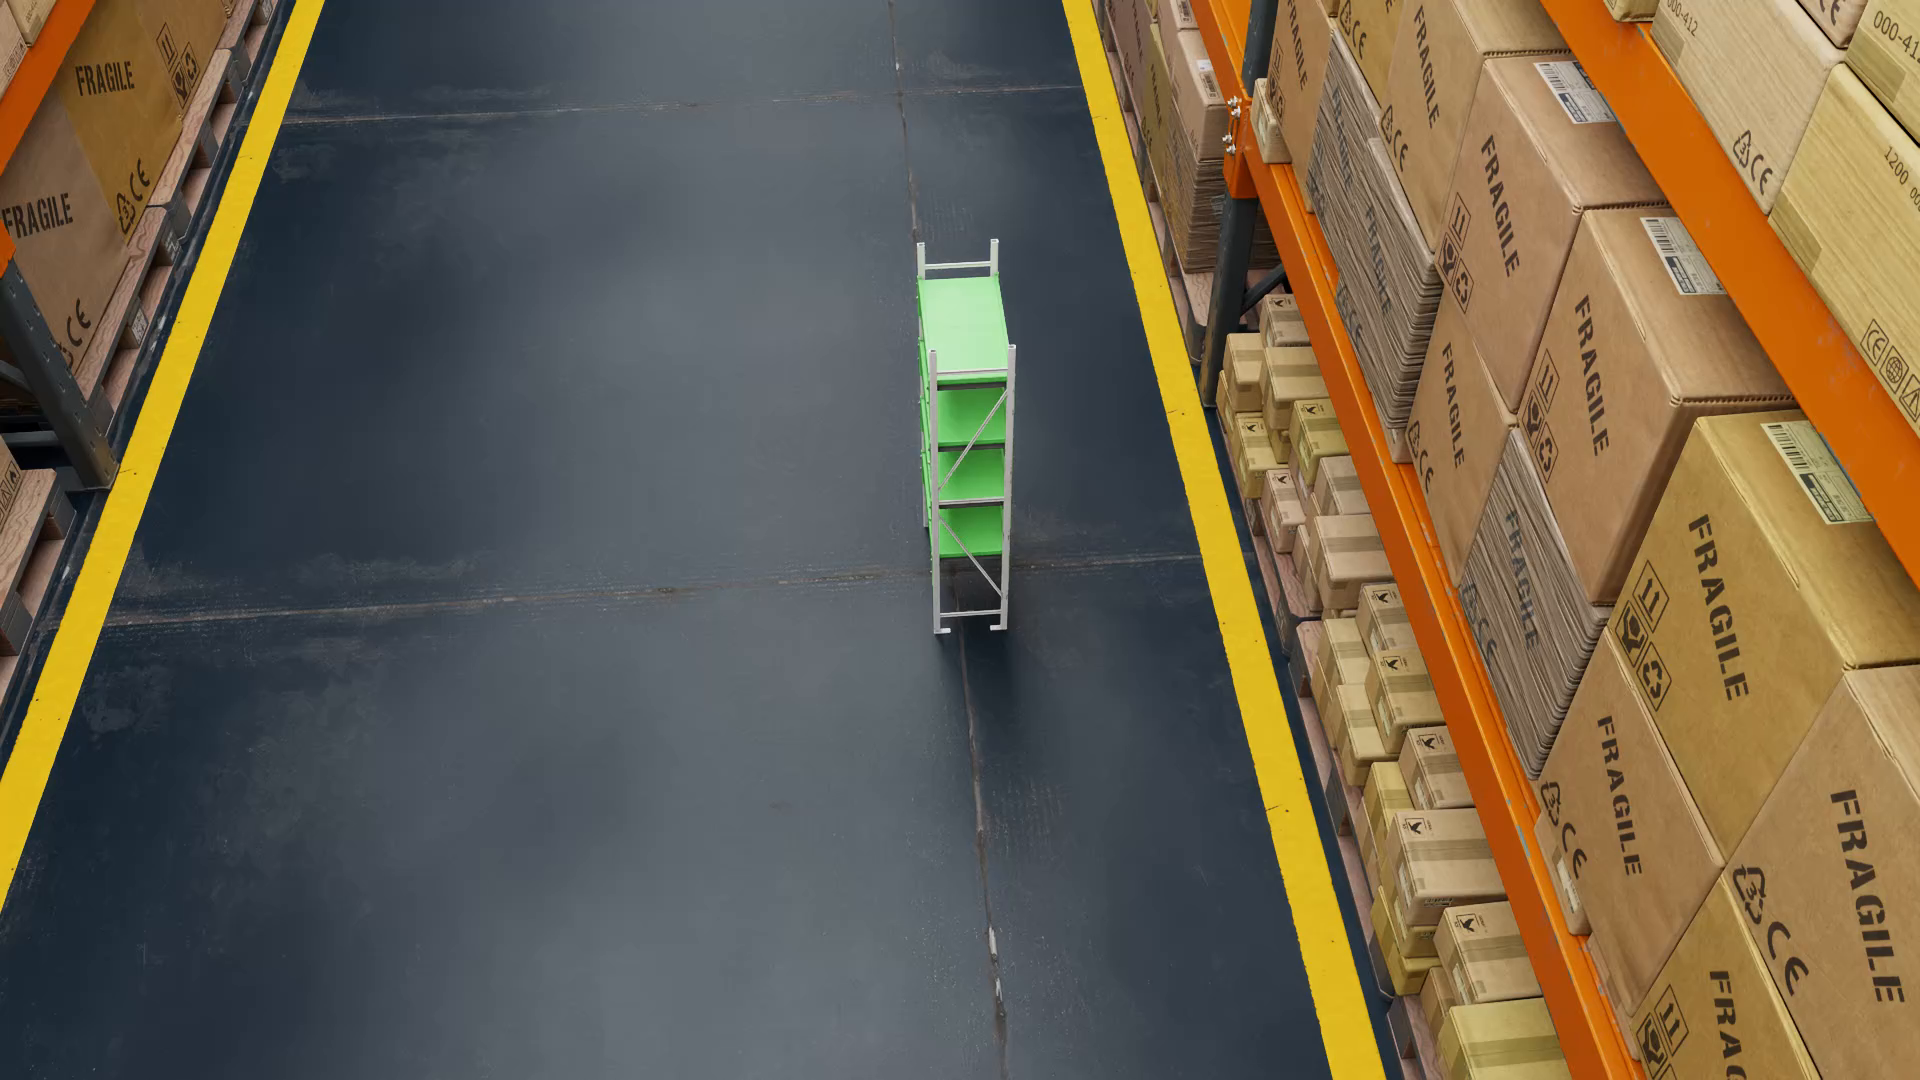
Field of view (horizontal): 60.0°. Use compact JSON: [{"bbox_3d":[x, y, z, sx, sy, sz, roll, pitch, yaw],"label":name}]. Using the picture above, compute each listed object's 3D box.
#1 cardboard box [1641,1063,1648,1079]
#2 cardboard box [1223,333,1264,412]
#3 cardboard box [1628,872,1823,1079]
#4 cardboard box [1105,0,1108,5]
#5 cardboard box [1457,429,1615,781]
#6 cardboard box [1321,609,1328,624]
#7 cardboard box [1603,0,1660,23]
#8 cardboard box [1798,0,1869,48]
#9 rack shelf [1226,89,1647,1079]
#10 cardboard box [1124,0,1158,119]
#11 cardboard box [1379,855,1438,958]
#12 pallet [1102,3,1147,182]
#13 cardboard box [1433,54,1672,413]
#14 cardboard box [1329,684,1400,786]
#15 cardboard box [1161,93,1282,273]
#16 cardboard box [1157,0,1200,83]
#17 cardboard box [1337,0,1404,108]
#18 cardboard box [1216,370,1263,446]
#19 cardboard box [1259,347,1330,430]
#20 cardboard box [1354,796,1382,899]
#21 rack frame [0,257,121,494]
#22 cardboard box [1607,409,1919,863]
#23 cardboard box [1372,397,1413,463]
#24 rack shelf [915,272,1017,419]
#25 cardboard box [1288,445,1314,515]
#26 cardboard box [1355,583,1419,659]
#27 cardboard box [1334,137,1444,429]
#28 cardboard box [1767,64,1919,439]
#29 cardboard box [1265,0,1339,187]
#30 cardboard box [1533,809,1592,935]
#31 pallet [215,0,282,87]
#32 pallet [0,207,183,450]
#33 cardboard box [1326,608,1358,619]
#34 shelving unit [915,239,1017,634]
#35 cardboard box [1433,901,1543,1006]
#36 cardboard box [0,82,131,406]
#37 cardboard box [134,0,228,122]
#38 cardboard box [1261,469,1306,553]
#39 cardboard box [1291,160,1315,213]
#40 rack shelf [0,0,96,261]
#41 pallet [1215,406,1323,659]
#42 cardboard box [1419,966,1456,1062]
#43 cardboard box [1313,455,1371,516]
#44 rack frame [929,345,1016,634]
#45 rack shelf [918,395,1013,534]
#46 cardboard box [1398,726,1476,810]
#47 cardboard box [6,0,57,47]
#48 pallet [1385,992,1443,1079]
[{"bbox_3d":[1.446,0.986,2.924,0.380,0.149,0.250,-4,47,-3],"label":"cardboard box"},{"bbox_3d":[1.115,-0.578,5.701,0.380,0.149,0.250,-2,47,-1],"label":"cardboard box"},{"bbox_3d":[1.444,0.854,2.601,0.500,0.500,0.500,-3,47,-2],"label":"cardboard box"},{"bbox_3d":[0.919,-2.882,7.846,0.500,0.500,0.500,-3,47,-3],"label":"cardboard box"},{"bbox_3d":[1.354,0.115,3.301,0.500,0.500,0.500,-3,47,-3],"label":"cardboard box"},{"bbox_3d":[1.337,0.267,5.105,0.380,0.149,0.250,-5,47,-5],"label":"cardboard box"},{"bbox_3d":[1.294,-1.105,2.767,0.500,0.250,0.500,-2,47,-2],"label":"cardboard box"},{"bbox_3d":[1.362,-0.910,2.239,0.500,0.250,0.500,-3,47,-3],"label":"cardboard box"},{"bbox_3d":[1.571,0.101,4.084,1.077,0.370,4.000,-3,47,-3],"label":"rack shelf"},{"bbox_3d":[1.009,-2.141,7.145,0.500,0.500,0.500,-4,47,-4],"label":"cardboard box"},{"bbox_3d":[1.308,0.920,4.283,0.380,0.149,0.250,-3,47,-3],"label":"cardboard box"},{"bbox_3d":[1.231,-2.083,7.577,1.003,0.211,1.213,-3,47,-3],"label":"pallet"},{"bbox_3d":[1.310,-0.621,3.310,0.500,0.500,0.500,-5,47,-5],"label":"cardboard box"},{"bbox_3d":[1.254,0.535,4.646,0.380,0.149,0.250,-3,47,-3],"label":"cardboard box"},{"bbox_3d":[1.090,-1.399,6.441,0.500,0.500,0.500,-4,47,-4],"label":"cardboard box"},{"bbox_3d":[1.059,-2.033,6.525,0.500,0.250,0.500,-1,47,-1],"label":"cardboard box"},{"bbox_3d":[1.257,-1.359,4.009,0.500,0.500,0.500,-5,47,-4],"label":"cardboard box"},{"bbox_3d":[1.114,-0.475,5.808,0.380,0.149,0.250,-5,47,-5],"label":"cardboard box"},{"bbox_3d":[1.190,-0.498,5.420,0.380,0.149,0.250,-1,47,-1],"label":"cardboard box"},{"bbox_3d":[1.307,0.834,4.568,0.380,0.149,0.250,-3,47,-3],"label":"cardboard box"},{"bbox_3d":[-3.521,-1.220,4.839,1.000,3.000,0.127,-3,47,-3],"label":"rack frame"},{"bbox_3d":[1.410,0.137,2.592,0.500,0.500,0.500,-5,47,-5],"label":"cardboard box"},{"bbox_3d":[1.260,-0.333,4.172,0.380,0.149,0.250,-2,47,-2],"label":"cardboard box"},{"bbox_3d":[0.014,-0.579,4.899,0.258,0.148,0.480,-3,47,-3],"label":"rack shelf"},{"bbox_3d":[1.282,-0.227,5.368,0.380,0.149,0.250,-4,47,-4],"label":"cardboard box"},{"bbox_3d":[1.349,0.251,4.711,0.380,0.149,0.250,-5,47,-5],"label":"cardboard box"},{"bbox_3d":[1.248,-0.633,4.009,0.500,0.500,0.500,-4,47,-4],"label":"cardboard box"},{"bbox_3d":[1.386,-0.361,2.064,0.500,0.250,0.500,-3,47,-3],"label":"cardboard box"},{"bbox_3d":[1.194,-1.357,4.695,0.500,0.500,0.500,-4,47,-4],"label":"cardboard box"},{"bbox_3d":[1.365,0.622,3.268,0.380,0.149,0.250,-2,47,-2],"label":"cardboard box"},{"bbox_3d":[-3.865,-2.580,8.048,1.003,0.211,1.213,-3,47,-3],"label":"pallet"},{"bbox_3d":[-3.661,-0.815,6.376,1.003,0.211,1.213,-3,47,-3],"label":"pallet"},{"bbox_3d":[1.301,0.169,4.993,0.380,0.149,0.250,-2,47,-1],"label":"cardboard box"},{"bbox_3d":[0.014,-0.293,5.201,0.258,1.200,0.503,-3,47,-3],"label":"shelving unit"},{"bbox_3d":[1.371,1.008,3.994,0.380,0.149,0.250,-5,47,-5],"label":"cardboard box"},{"bbox_3d":[-3.653,-1.077,5.878,0.875,0.875,0.875,-2,47,-2],"label":"cardboard box"},{"bbox_3d":[-3.810,-2.377,7.110,0.875,0.875,0.875,-3,47,-3],"label":"cardboard box"},{"bbox_3d":[1.208,-0.106,5.458,0.380,0.149,0.250,-4,47,-3],"label":"cardboard box"},{"bbox_3d":[1.197,-1.100,4.899,0.380,0.149,0.250,-2,47,-2],"label":"cardboard box"},{"bbox_3d":[-3.688,-2.419,6.471,1.077,0.370,4.000,-3,47,-3],"label":"rack shelf"},{"bbox_3d":[1.495,-0.151,5.748,1.003,0.211,1.213,-3,47,-3],"label":"pallet"},{"bbox_3d":[1.394,1.214,4.209,0.380,0.149,0.250,-3,47,-3],"label":"cardboard box"},{"bbox_3d":[1.304,-0.130,5.072,0.380,0.149,0.250,-5,47,-4],"label":"cardboard box"},{"bbox_3d":[0.034,-0.116,5.034,0.240,1.200,0.015,-3,47,-3],"label":"rack frame"},{"bbox_3d":[0.014,-0.249,5.247,0.258,0.148,0.480,-3,47,-3],"label":"rack shelf"},{"bbox_3d":[1.381,0.619,4.362,0.380,0.149,0.250,-5,47,-5],"label":"cardboard box"},{"bbox_3d":[-3.340,-1.877,5.565,0.500,0.250,0.500,-5,47,-4],"label":"cardboard box"},{"bbox_3d":[1.699,1.614,4.076,1.003,0.211,1.213,-3,47,-3],"label":"pallet"}]
